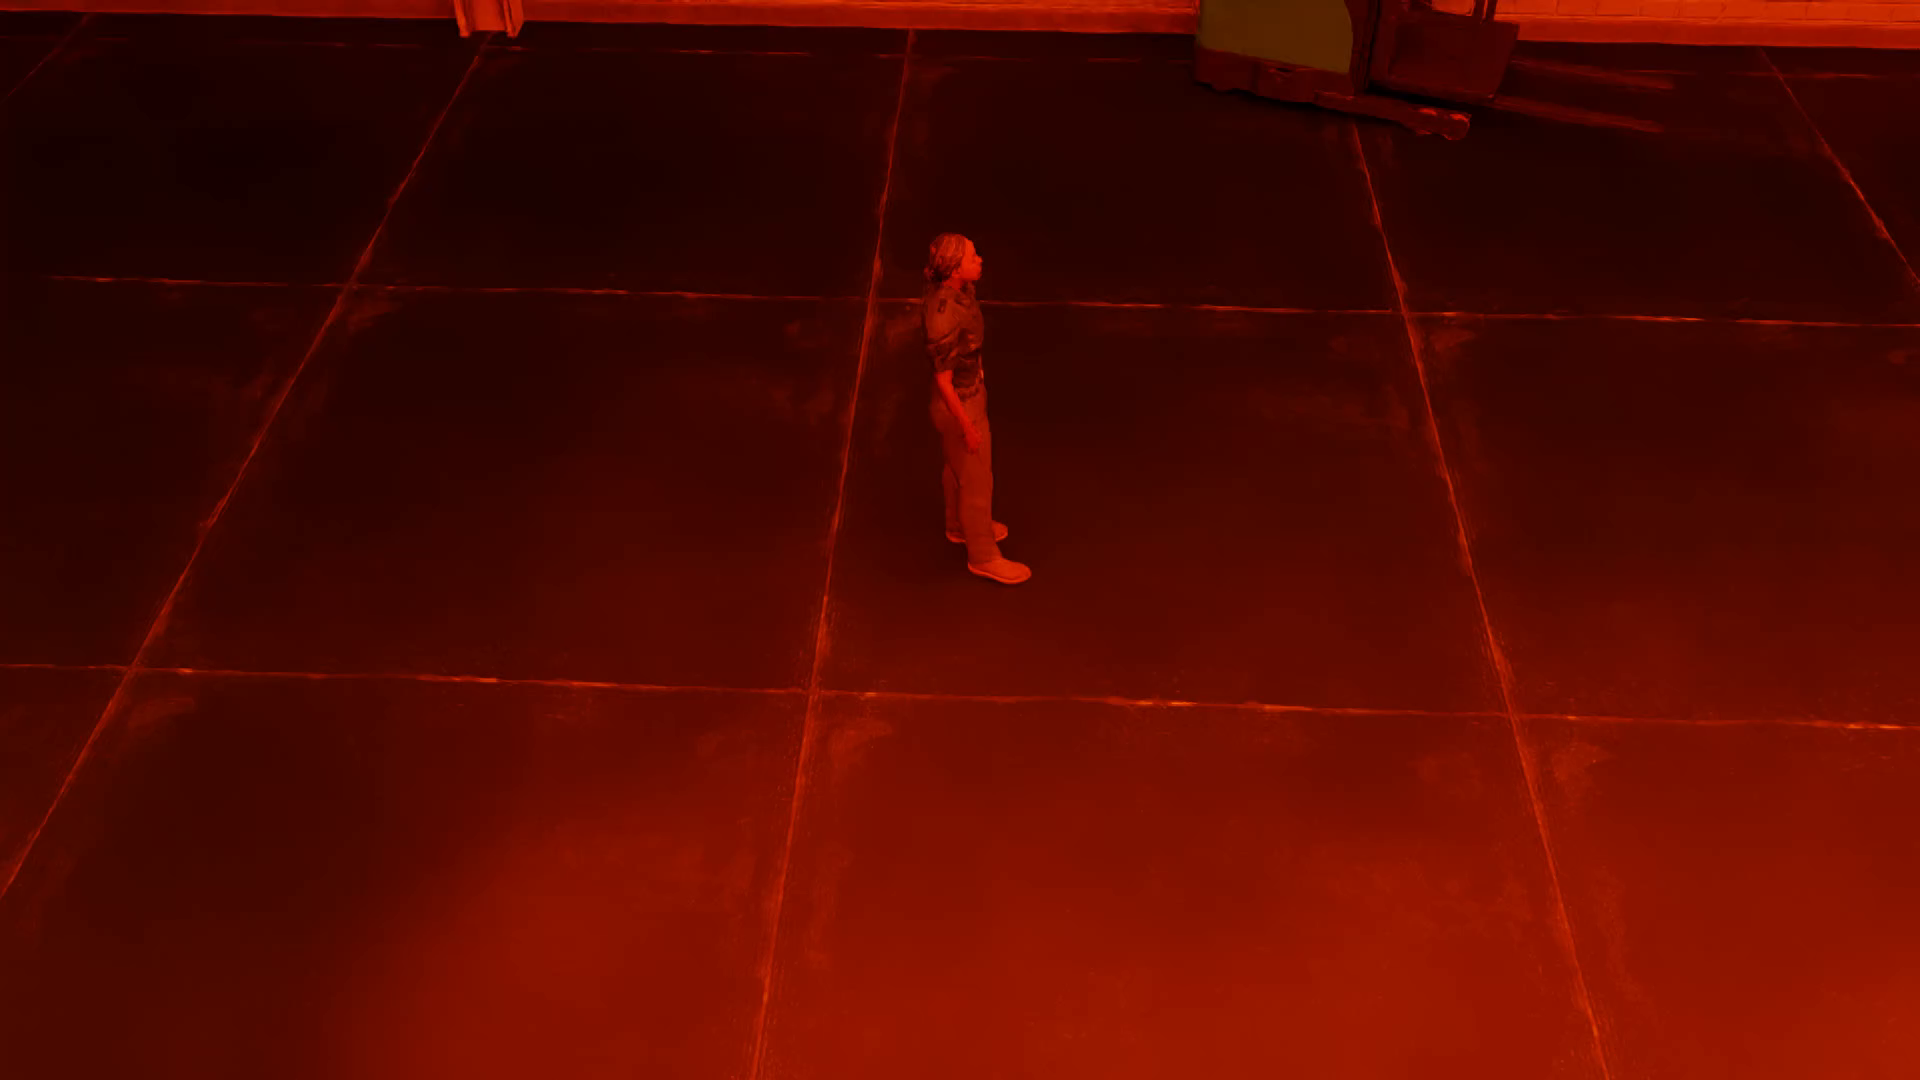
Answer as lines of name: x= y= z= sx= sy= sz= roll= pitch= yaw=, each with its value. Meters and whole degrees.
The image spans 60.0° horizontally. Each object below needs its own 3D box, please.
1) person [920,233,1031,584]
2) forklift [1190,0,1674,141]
person: x=0.087 y=-0.598 z=7.338 sx=0.503 sy=1.648 sz=0.570 roll=2 pitch=42 yaw=2
forklift: x=3.126 y=-4.070 z=10.201 sx=3.031 sy=2.935 sz=1.130 roll=16 pitch=45 yaw=16
